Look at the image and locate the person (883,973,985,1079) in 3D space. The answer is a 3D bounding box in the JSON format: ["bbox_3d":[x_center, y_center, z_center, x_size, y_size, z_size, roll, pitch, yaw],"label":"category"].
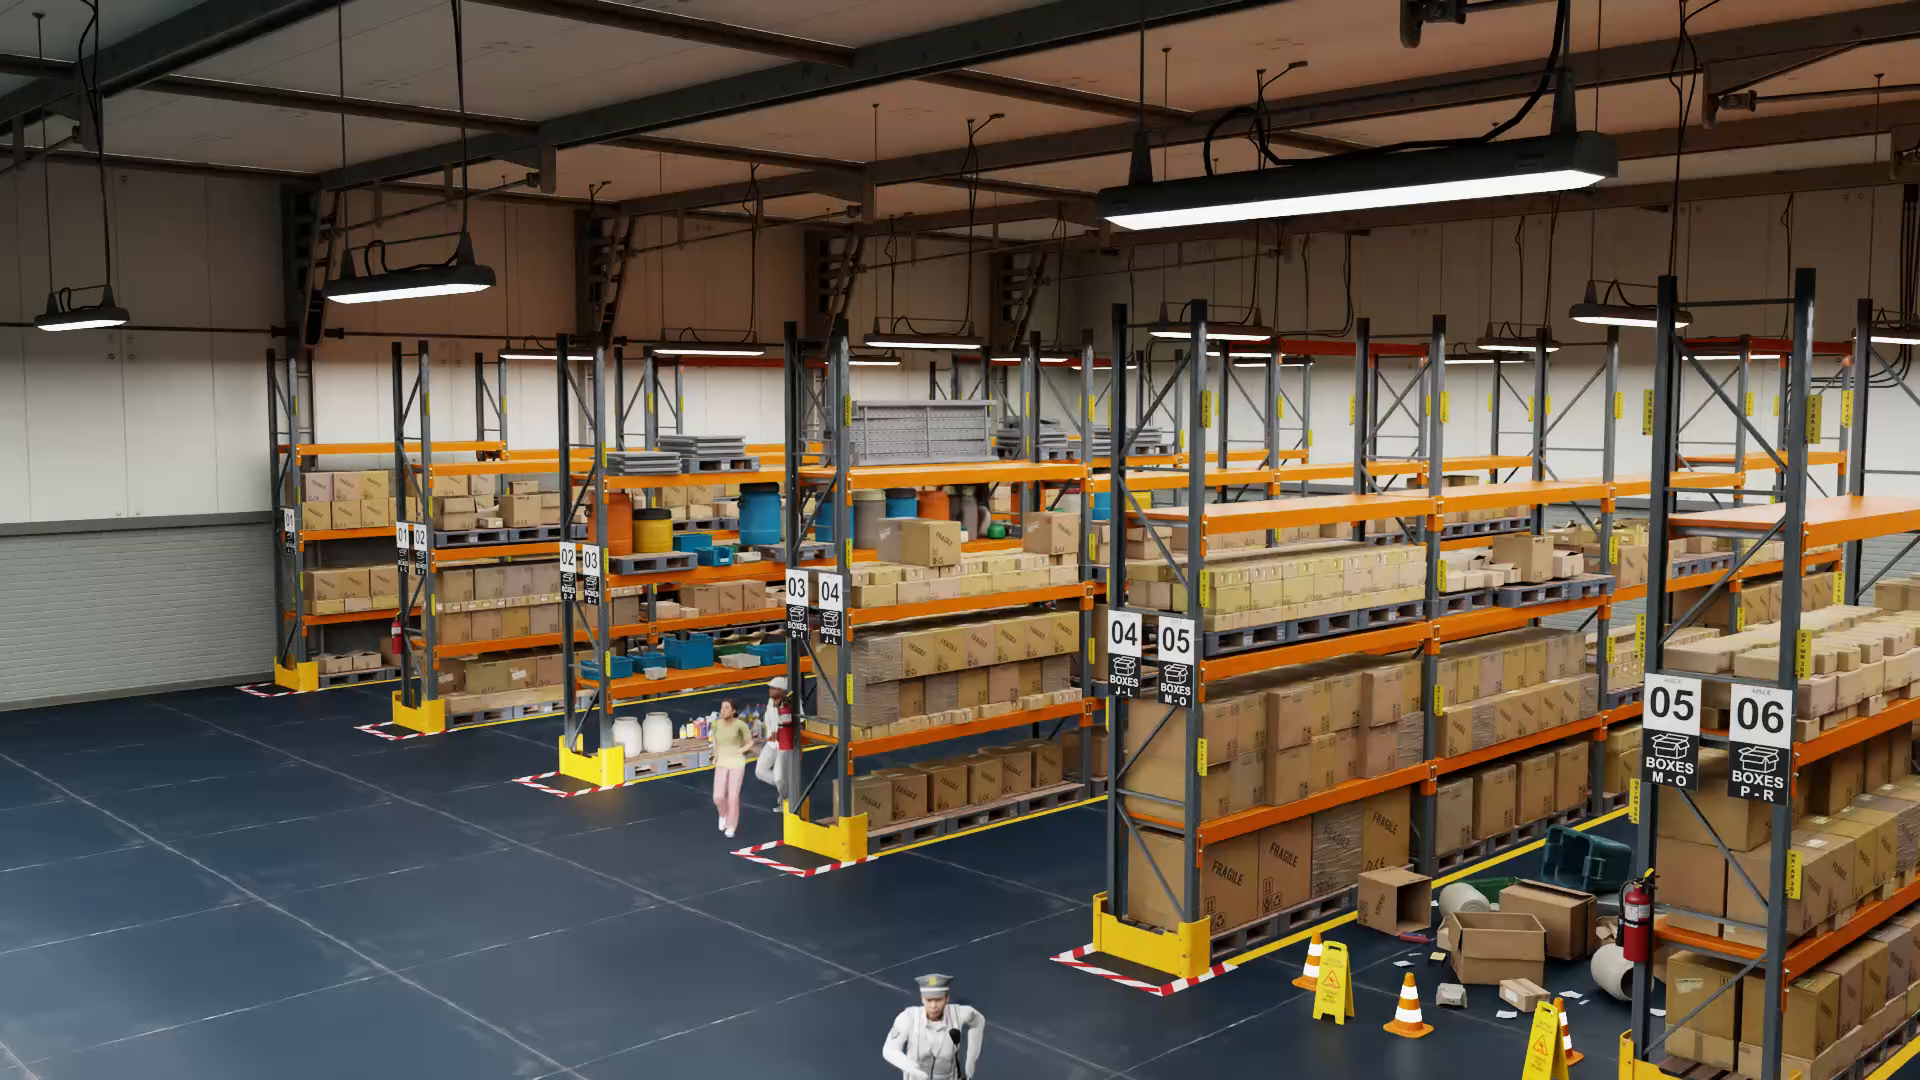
[{"bbox_3d":[-0.156,3.449,10.403,0.612,1.689,0.992,0,5,5],"label":"person"}]

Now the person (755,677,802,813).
[{"bbox_3d":[-2.242,2.530,20.504,0.564,1.717,0.705,-5,7,-44],"label":"person"}]

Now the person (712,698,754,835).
[{"bbox_3d":[-2.697,2.785,19.468,0.564,1.394,0.537,1,5,12],"label":"person"}]
